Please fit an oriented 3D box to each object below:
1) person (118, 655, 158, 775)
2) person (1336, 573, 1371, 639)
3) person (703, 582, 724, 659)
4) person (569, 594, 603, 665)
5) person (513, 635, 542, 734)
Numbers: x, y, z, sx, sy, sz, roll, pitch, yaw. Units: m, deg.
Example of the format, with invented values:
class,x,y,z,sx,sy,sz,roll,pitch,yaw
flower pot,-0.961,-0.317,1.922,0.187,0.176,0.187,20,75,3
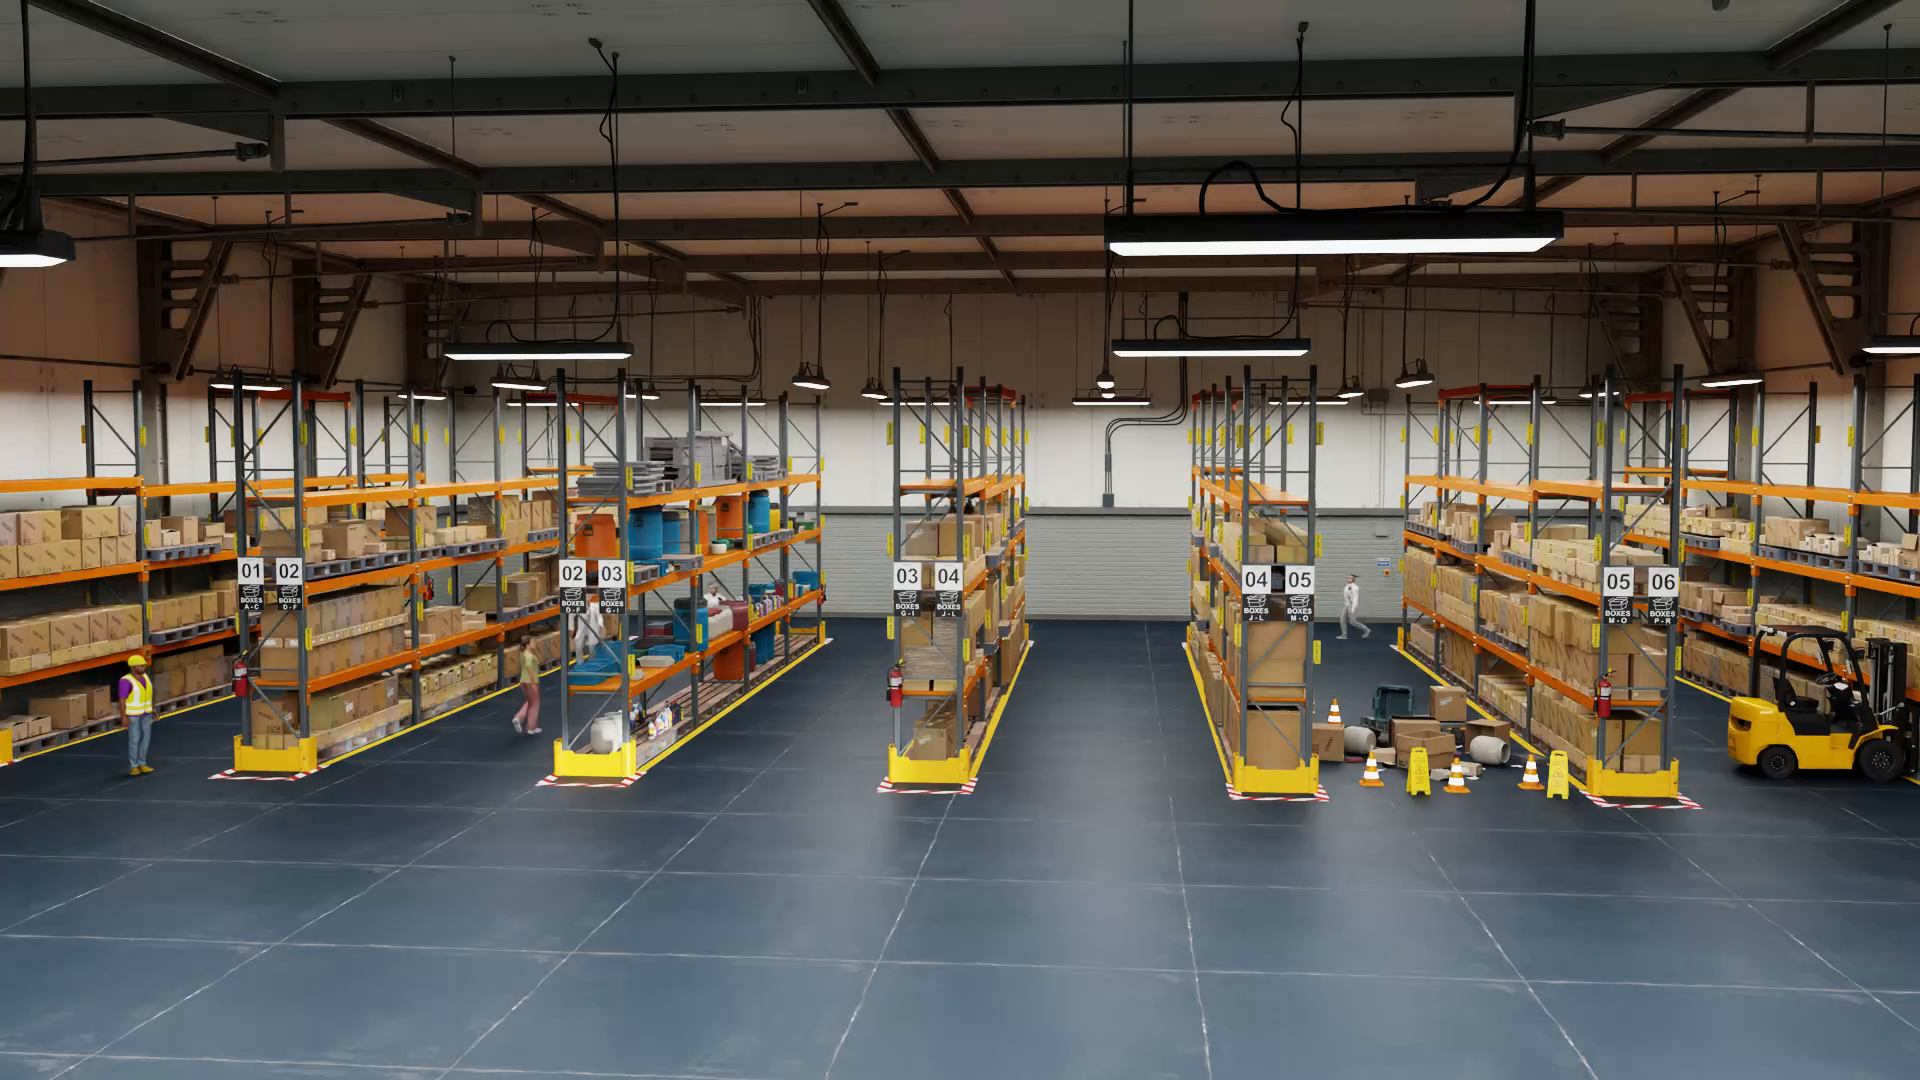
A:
class,x,y,z,sx,sy,sz,roll,pitch,yaw
person,-12.194,2.585,24.666,0.377,1.765,0.616,1,4,22
person,9.661,1.627,40.873,0.826,1.642,0.519,0,4,0
person,-5.589,1.797,37.517,0.530,1.724,1.042,1,4,16
person,-7.886,1.990,35.163,0.786,1.814,0.935,0,4,4
person,-7.258,2.425,27.881,0.446,1.661,0.524,3,5,39
